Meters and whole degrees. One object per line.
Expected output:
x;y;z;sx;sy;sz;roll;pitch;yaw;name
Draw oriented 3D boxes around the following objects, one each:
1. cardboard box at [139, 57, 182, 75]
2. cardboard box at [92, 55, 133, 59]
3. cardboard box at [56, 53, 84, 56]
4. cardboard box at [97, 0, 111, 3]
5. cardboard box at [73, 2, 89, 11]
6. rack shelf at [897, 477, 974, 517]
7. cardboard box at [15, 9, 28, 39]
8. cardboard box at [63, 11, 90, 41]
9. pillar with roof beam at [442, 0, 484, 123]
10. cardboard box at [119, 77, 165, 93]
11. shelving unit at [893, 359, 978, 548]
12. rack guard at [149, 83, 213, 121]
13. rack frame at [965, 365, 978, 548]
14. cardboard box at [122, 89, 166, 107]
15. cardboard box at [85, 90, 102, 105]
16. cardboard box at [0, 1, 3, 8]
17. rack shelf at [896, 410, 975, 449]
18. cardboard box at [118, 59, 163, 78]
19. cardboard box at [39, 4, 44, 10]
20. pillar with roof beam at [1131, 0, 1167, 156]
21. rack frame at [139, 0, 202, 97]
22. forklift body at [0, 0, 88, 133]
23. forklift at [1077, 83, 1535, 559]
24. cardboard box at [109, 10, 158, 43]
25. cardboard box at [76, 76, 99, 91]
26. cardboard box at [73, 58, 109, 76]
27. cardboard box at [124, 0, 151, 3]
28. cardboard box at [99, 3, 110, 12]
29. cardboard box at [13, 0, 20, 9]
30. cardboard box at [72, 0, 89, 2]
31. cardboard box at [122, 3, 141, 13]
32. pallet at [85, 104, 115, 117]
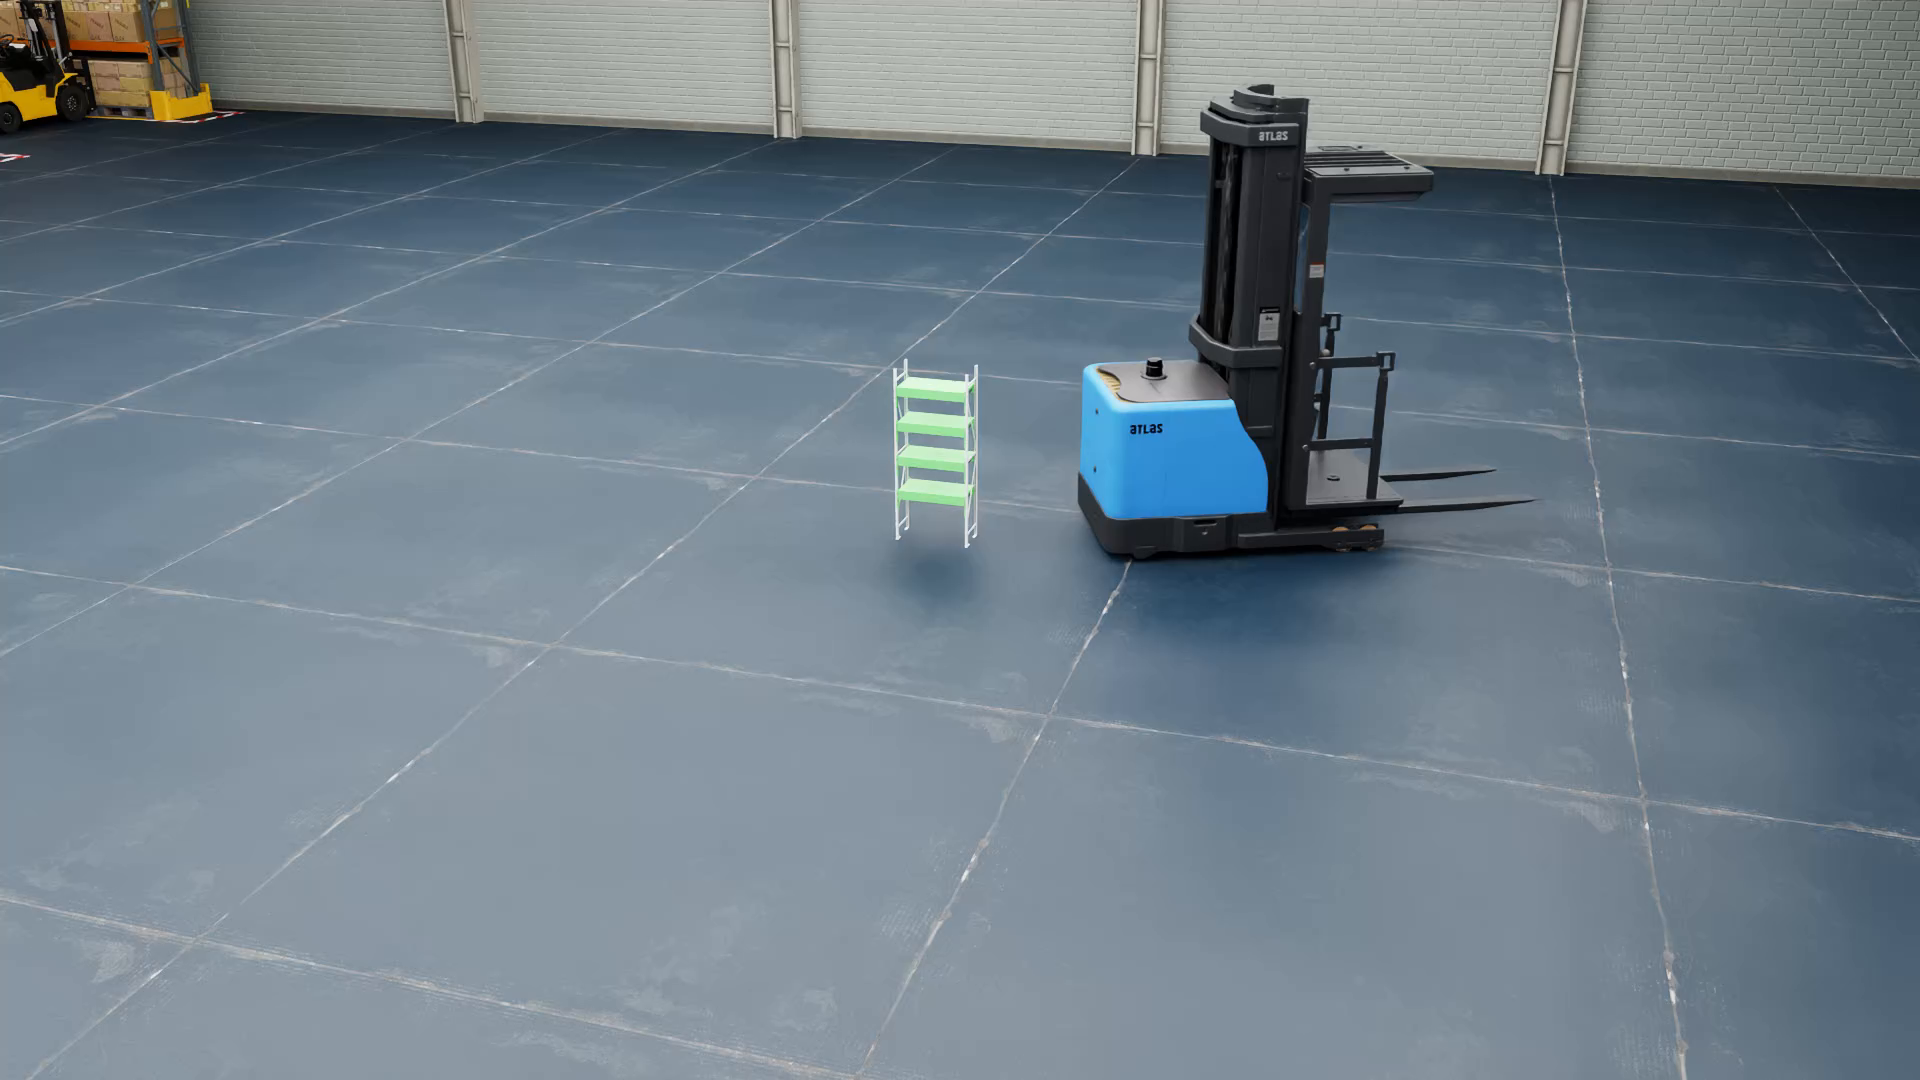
-14.334;-8.500;29.792;0.500;0.250;0.500;6;23;15;cardboard box
-15.289;-8.612;30.065;0.500;0.250;0.500;6;23;15;cardboard box
-16.261;-8.723;30.335;0.500;0.250;0.500;7;23;16;cardboard box
-14.836;-9.475;29.038;0.250;0.149;0.380;7;23;17;cardboard box
-15.329;-9.388;29.217;0.250;0.149;0.380;6;23;14;cardboard box
-0.158;-0.292;11.202;0.480;0.148;0.258;7;23;16;rack shelf
-16.420;-9.229;29.684;0.500;0.500;0.500;6;23;15;cardboard box
-15.460;-9.115;29.407;0.500;0.500;0.500;6;23;14;cardboard box
-9.834;-9.951;23.672;0.400;9.000;9.100;7;23;16;pillar with roof beam
-14.485;-8.087;29.444;0.500;0.250;0.500;6;23;15;cardboard box
-0.158;-0.573;11.087;0.503;1.200;0.258;7;23;16;shelving unit
-13.906;-7.835;29.711;0.348;0.500;1.175;7;23;16;rack guard
0.075;-0.547;11.021;0.015;1.200;0.240;7;23;16;rack frame
-14.470;-7.853;29.531;0.500;0.250;0.500;7;23;16;cardboard box
-15.420;-7.969;29.814;0.500;0.250;0.500;7;23;16;cardboard box
-17.023;-9.602;29.739;0.250;0.149;0.380;6;23;15;cardboard box
-0.158;-0.736;11.020;0.480;0.148;0.258;7;23;16;rack shelf
-14.460;-8.316;29.342;0.500;0.250;0.500;7;23;17;cardboard box
-16.054;-9.471;29.421;0.250;0.149;0.380;6;23;14;cardboard box
1.654;-8.636;20.465;0.400;9.000;9.100;7;23;16;pillar with roof beam
-13.929;-8.994;29.243;0.127;3.000;1.000;7;23;16;rack frame
-16.271;-8.146;28.295;1.214;2.155;2.313;7;23;16;forklift body
2.387;-1.470;10.992;3.031;2.935;1.130;-3;22;-7;forklift
-14.476;-8.999;29.123;0.500;0.500;0.500;6;23;14;cardboard box
-15.462;-8.195;29.707;0.500;0.250;0.500;6;23;14;cardboard box
-15.436;-8.421;29.600;0.500;0.250;0.500;7;23;16;cardboard box
-14.333;-9.440;28.954;0.250;0.149;0.380;7;23;16;cardboard box
-14.826;-9.344;29.111;0.250;0.149;0.380;7;23;17;cardboard box
-16.558;-9.519;29.536;0.250;0.149;0.380;6;23;15;cardboard box
-15.334;-9.518;29.142;0.250;0.149;0.380;7;23;17;cardboard box
-14.342;-9.276;28.946;0.250;0.149;0.380;7;23;16;cardboard box
-15.837;-7.907;30.267;1.213;0.211;1.003;7;23;15;pallet
